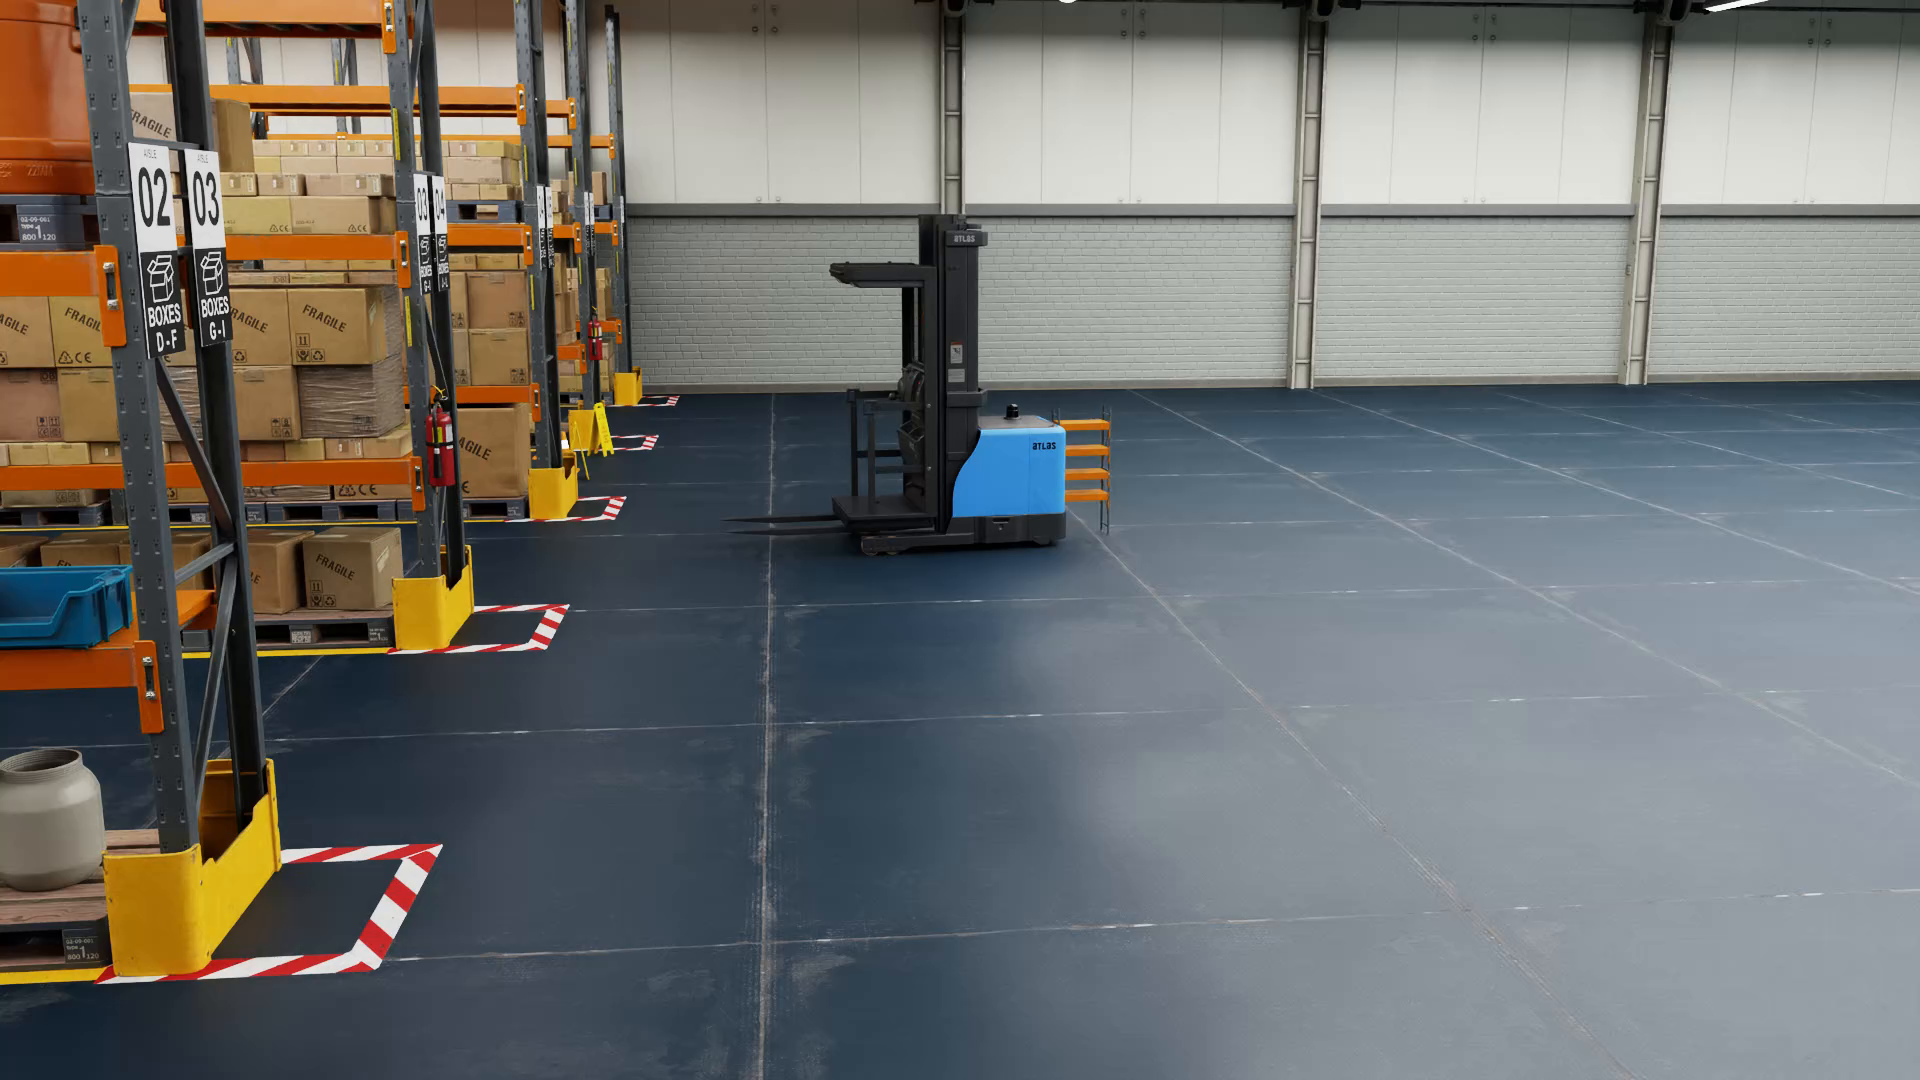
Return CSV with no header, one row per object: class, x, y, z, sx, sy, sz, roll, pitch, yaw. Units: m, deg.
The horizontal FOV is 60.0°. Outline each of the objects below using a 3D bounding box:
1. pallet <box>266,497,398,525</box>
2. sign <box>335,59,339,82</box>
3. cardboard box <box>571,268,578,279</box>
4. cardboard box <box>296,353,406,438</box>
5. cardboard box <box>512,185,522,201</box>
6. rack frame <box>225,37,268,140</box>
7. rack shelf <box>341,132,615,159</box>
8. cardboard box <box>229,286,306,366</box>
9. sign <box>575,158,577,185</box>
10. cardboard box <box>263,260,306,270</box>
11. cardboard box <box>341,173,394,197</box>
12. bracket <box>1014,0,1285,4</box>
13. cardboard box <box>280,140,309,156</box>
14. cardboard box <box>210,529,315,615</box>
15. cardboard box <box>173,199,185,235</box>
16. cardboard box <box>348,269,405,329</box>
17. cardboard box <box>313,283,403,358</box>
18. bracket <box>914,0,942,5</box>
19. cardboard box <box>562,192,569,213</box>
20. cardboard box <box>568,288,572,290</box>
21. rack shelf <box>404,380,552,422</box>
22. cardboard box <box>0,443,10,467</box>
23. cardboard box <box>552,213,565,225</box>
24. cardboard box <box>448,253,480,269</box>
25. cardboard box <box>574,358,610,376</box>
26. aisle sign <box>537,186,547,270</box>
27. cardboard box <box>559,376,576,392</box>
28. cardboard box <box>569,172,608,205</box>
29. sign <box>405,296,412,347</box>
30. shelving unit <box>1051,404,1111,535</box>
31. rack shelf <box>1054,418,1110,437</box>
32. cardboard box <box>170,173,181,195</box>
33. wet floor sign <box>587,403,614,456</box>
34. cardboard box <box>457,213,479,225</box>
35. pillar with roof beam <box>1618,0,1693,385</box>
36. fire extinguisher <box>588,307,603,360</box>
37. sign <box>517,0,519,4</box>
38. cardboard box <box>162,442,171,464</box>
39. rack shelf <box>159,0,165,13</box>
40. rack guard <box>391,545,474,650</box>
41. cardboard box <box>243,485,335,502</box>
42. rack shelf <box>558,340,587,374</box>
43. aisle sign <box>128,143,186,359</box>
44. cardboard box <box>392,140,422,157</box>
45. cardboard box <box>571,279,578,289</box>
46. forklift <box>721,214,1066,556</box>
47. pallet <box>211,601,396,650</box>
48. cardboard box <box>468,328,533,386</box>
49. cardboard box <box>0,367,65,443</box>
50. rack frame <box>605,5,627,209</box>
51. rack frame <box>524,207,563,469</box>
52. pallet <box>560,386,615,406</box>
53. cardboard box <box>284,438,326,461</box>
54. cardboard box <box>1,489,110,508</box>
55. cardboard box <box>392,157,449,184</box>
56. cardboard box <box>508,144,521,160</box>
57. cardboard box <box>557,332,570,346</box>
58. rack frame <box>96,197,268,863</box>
pallet,-6.125,-0.360,16.532,1.213,0.211,1.003,-1,11,-6
sign,-9.209,-6.937,24.581,0.005,0.325,0.100,-1,11,-6
cardboard box,-5.878,-4.138,25.809,0.250,0.149,0.380,-1,11,-6
cardboard box,-4.243,-1.020,11.631,0.500,0.500,0.875,-1,11,-6
cardboard box,-4.504,-3.442,16.511,0.250,0.149,0.380,-1,11,-6
rack frame,-8.740,-5.592,20.365,0.127,3.000,1.000,-1,11,-6
rack shelf,-7.292,-6.036,25.527,4.000,0.370,1.077,-1,11,-6
cardboard box,-4.710,-1.446,11.208,0.500,0.500,0.500,-1,11,-6
sign,-4.723,-4.531,20.450,0.005,0.325,0.100,-1,11,-6
cardboard box,-8.279,-3.301,20.645,0.500,0.500,0.700,-1,11,-7
cardboard box,-3.936,-2.359,11.054,0.250,0.149,0.380,-1,11,-6
bracket,2.901,-8.671,26.697,4.783,0.066,0.076,-1,11,-6
cardboard box,-6.194,-3.670,15.602,0.250,0.149,0.380,-1,11,-6
cardboard box,-4.906,0.218,11.755,0.500,0.500,0.500,2,11,9
cardboard box,-5.152,-2.150,11.025,0.500,0.250,0.500,-1,11,-5
cardboard box,-5.610,-2.373,16.355,0.550,0.550,0.875,-1,11,-6
cardboard box,-4.269,-1.557,11.774,0.500,0.500,0.500,-1,11,-6
bracket,-0.502,-8.600,26.335,0.430,0.232,0.235,-1,11,-6
cardboard box,-5.292,-4.316,21.271,0.500,0.250,0.500,-1,11,-7
cardboard box,-6.281,-3.663,25.846,0.500,0.500,0.500,-1,11,-4
rack shelf,-6.117,-1.390,16.408,4.000,0.370,1.077,-1,11,-6
cardboard box,-6.428,-0.589,11.120,0.250,0.149,0.380,-1,11,-6
cardboard box,-5.088,-4.019,20.792,0.250,0.149,0.380,-1,11,-6
cardboard box,-6.248,-3.325,20.765,0.500,0.500,0.700,-1,11,-7
cardboard box,-5.753,-2.715,26.030,0.500,0.250,0.500,-1,11,-7
aisle sign,-4.026,-3.004,16.014,0.004,0.787,0.394,-1,11,-6
cardboard box,-6.232,-2.461,26.033,0.500,0.250,0.500,-1,11,-6
cardboard box,-5.717,-5.403,25.576,0.500,0.500,0.500,-1,11,-4
sign,-3.653,-1.447,11.015,0.005,0.325,0.100,-1,11,-6
shelving unit,1.118,-0.644,15.416,0.503,1.200,0.258,-2,11,-12
rack shelf,1.118,-1.030,15.340,0.480,0.148,0.258,-2,11,-12
cardboard box,-5.230,-2.334,10.923,0.250,0.149,0.380,-2,11,-9
wet floor sign,-4.459,-1.375,20.572,0.232,0.644,0.267,3,11,14
cardboard box,-6.101,-4.002,20.704,0.250,0.149,0.380,-1,11,-7
pillar with roof beam,12.267,-6.335,24.144,0.548,9.000,9.100,-1,11,-6
fire extinguisher,-4.600,-2.608,20.938,0.183,0.674,0.296,-1,11,-6
sign,-4.084,-5.121,15.343,0.005,0.325,0.100,-1,11,-6
cardboard box,-5.434,-0.611,11.232,0.250,0.149,0.380,-1,11,-6
rack shelf,-5.147,-2.234,6.187,4.000,0.370,1.077,-1,11,-6
rack guard,-3.769,0.397,11.934,0.348,0.500,1.175,-1,11,-6
cardboard box,-6.576,-0.884,16.388,0.875,0.875,0.875,-1,11,-6
rack shelf,-6.752,-2.337,21.226,4.000,0.370,1.077,-1,11,-6
aisle sign,-3.055,-1.101,6.337,0.004,0.787,0.394,-1,11,-6
cardboard box,-5.187,-3.691,15.710,0.250,0.149,0.380,-1,11,-5
cardboard box,-5.868,-3.979,25.771,0.250,0.149,0.380,-1,11,-5
forklift,-0.616,-1.412,14.836,3.031,2.935,1.130,-2,11,-12
pallet,-4.580,0.549,11.910,1.213,0.211,1.003,-1,11,-6
cardboard box,-4.492,-1.841,16.452,0.550,0.550,0.875,-1,11,-6
cardboard box,-6.229,-0.974,11.396,0.500,0.500,0.875,-1,11,-6
rack frame,-5.303,-6.627,25.631,0.127,3.000,1.000,-1,11,-6
rack frame,-4.128,-1.784,16.550,0.127,3.000,1.000,-1,11,-6
pallet,-6.059,-2.291,26.357,1.213,0.211,1.003,-1,11,-6
cardboard box,-4.446,-0.642,11.391,0.250,0.149,0.380,-1,11,-6
cardboard box,-8.712,-0.773,16.149,0.750,0.750,1.050,-1,11,-6
cardboard box,-5.082,-3.510,15.820,0.500,0.250,0.500,-1,11,-6
cardboard box,-4.495,-3.833,16.433,0.250,0.149,0.380,-1,11,-5
cardboard box,-5.112,-2.559,21.144,0.250,0.149,0.380,-1,11,-4
rack frame,-3.158,0.119,6.870,0.127,3.000,1.000,-1,11,-6
